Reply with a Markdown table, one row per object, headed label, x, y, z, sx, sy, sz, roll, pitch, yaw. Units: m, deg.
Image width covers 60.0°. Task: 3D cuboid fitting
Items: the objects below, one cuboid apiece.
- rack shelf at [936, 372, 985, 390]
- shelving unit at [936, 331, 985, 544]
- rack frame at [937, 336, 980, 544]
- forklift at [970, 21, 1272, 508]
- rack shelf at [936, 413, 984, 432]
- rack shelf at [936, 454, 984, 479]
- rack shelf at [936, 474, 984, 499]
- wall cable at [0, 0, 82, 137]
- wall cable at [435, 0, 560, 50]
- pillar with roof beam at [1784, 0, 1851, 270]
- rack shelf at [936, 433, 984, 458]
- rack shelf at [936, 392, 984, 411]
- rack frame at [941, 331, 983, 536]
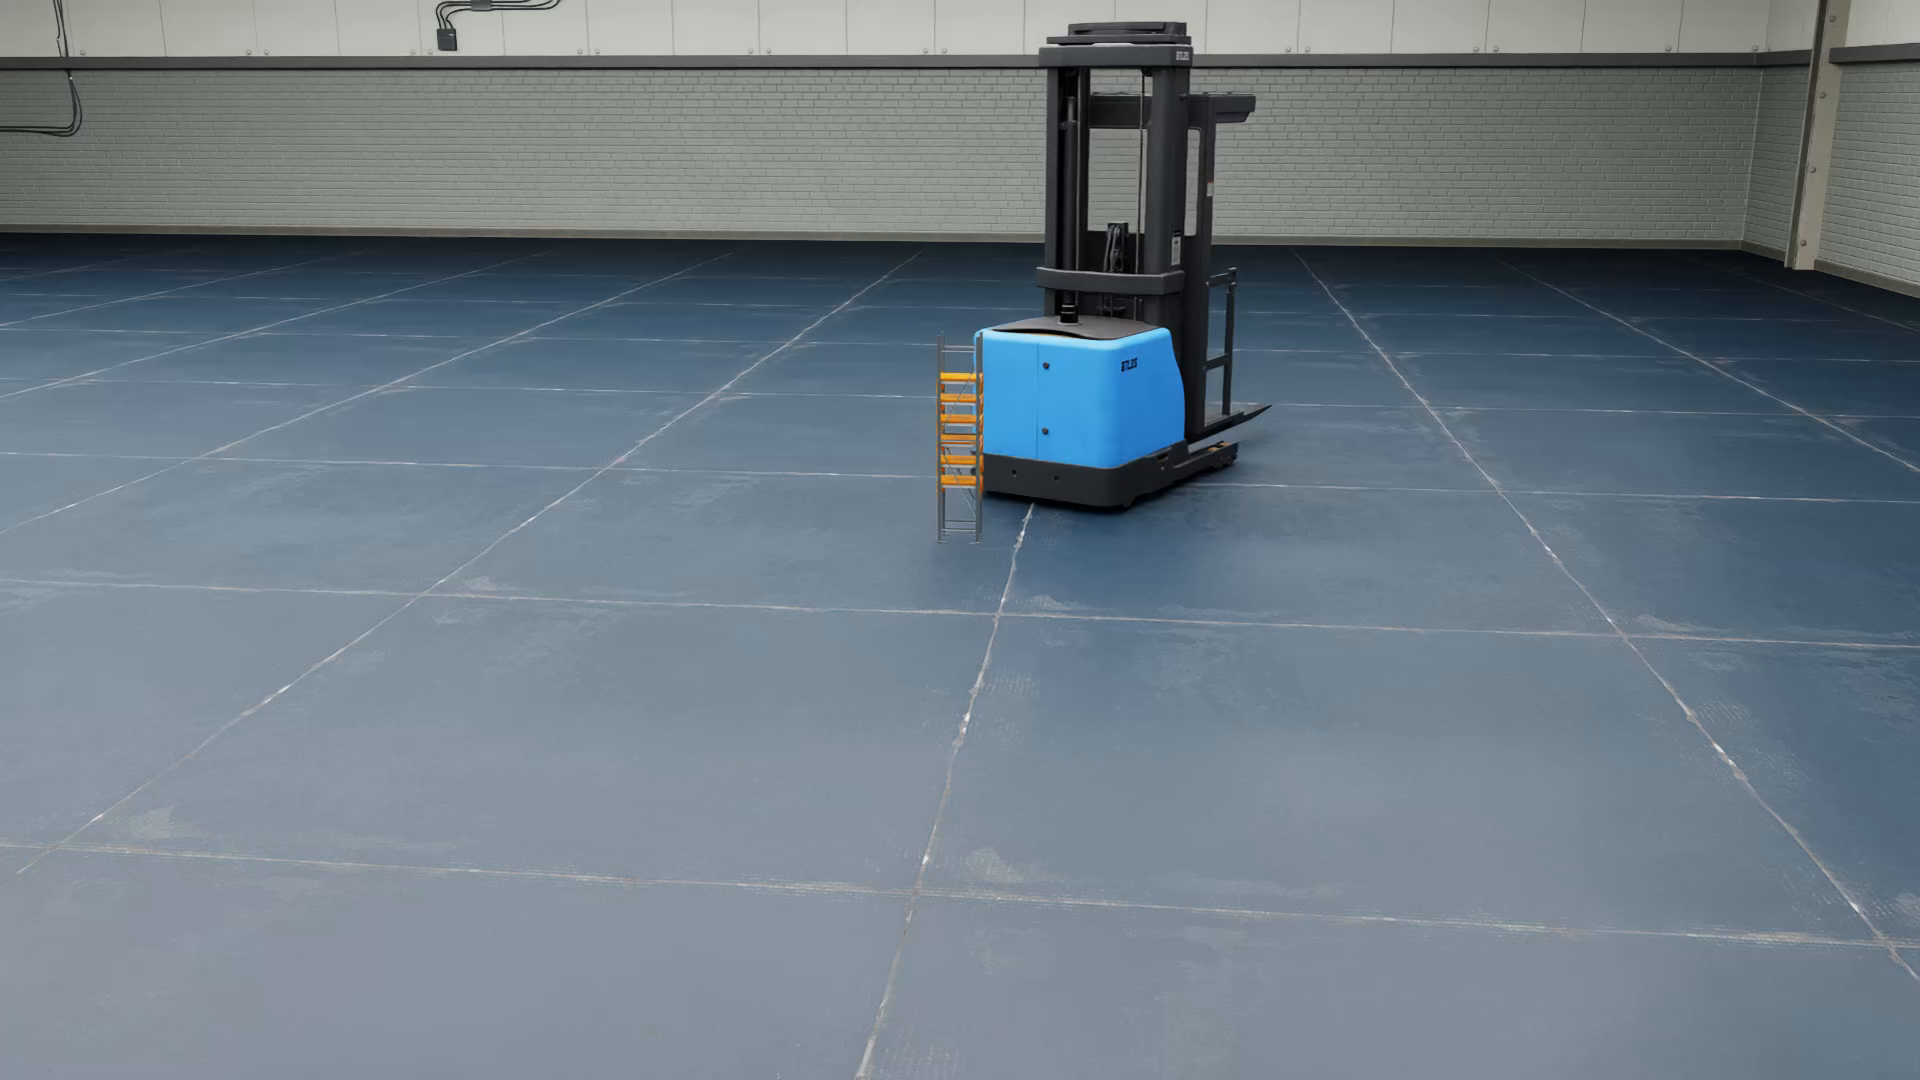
| label | x | y | z | sx | sy | sz | roll | pitch | yaw |
| --- | --- | --- | --- | --- | --- | --- | --- | --- | --- |
| rack shelf | 0.002 | -0.888 | 9.437 | 0.258 | 0.103 | 0.180 | 2 | 15 | 6 |
| shelving unit | 0.002 | -0.583 | 9.519 | 0.258 | 1.200 | 0.189 | 2 | 15 | 6 |
| rack frame | -0.009 | -0.559 | 9.432 | 0.240 | 1.200 | 0.006 | 2 | 15 | 6 |
| forklift | 1.278 | -1.944 | 11.237 | 1.130 | 2.935 | 3.031 | 9 | 18 | 31 |
| rack shelf | 0.002 | -0.656 | 9.500 | 0.258 | 0.103 | 0.180 | 2 | 15 | 6 |
| rack shelf | 0.002 | -0.424 | 9.562 | 0.258 | 0.103 | 0.180 | 2 | 15 | 6 |
| rack shelf | 0.002 | -0.308 | 9.594 | 0.258 | 0.103 | 0.180 | 2 | 15 | 6 |
| wall cable | -17.309 | -8.494 | 29.782 | 3.097 | 2.526 | 0.112 | 2 | 15 | 6 |
| wall cable | -7.878 | -11.351 | 27.884 | 2.305 | 6.003 | 0.169 | 2 | 15 | 6 |
| pillar with roof beam | 8.066 | -8.466 | 23.733 | 9.100 | 9.000 | 0.400 | 2 | 15 | 6 |
| rack shelf | 0.002 | -0.540 | 9.531 | 0.258 | 0.103 | 0.180 | 2 | 15 | 6 |
| rack shelf | 0.002 | -0.772 | 9.468 | 0.258 | 0.103 | 0.180 | 2 | 15 | 6 |
| rack frame | 0.012 | -0.607 | 9.607 | 0.240 | 1.200 | 0.006 | 2 | 15 | 6 |
